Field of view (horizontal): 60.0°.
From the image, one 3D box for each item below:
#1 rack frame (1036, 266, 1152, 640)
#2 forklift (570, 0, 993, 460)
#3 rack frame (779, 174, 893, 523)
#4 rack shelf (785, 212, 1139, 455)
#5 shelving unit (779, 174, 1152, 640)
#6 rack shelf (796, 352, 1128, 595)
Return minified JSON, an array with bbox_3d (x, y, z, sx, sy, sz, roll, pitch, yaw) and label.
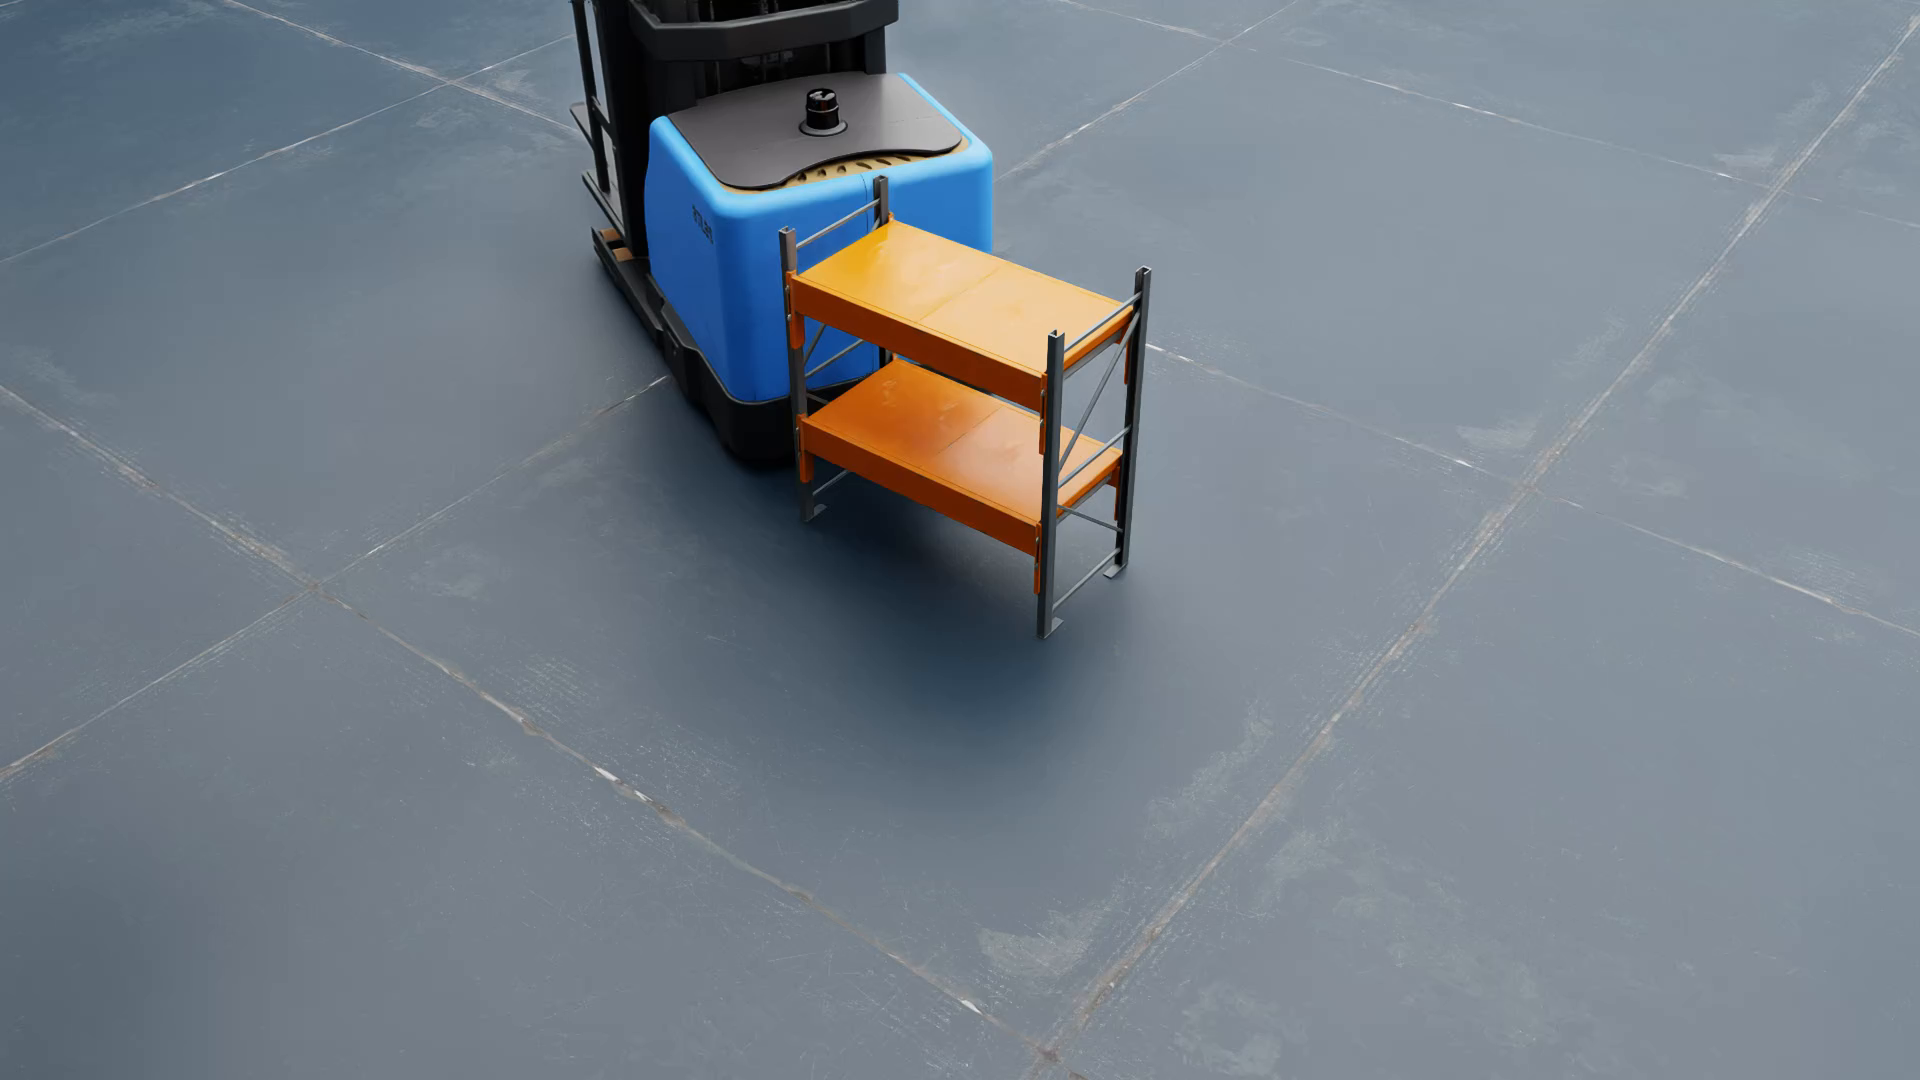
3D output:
[{"bbox_3d":[0.409,-0.250,5.157,0.032,1.125,0.500,25,45,29],"label":"rack frame"},{"bbox_3d":[-0.951,-2.347,6.370,1.130,2.935,3.031,-16,41,-20],"label":"forklift"},{"bbox_3d":[-0.398,-0.631,5.643,0.032,1.125,0.500,25,45,29],"label":"rack frame"},{"bbox_3d":[0.005,-0.671,5.220,1.000,0.278,0.538,25,45,29],"label":"rack shelf"},{"bbox_3d":[0.005,-0.440,5.400,1.048,1.125,0.538,25,45,29],"label":"shelving unit"},{"bbox_3d":[0.005,-0.248,5.551,1.000,0.278,0.538,25,45,29],"label":"rack shelf"}]
